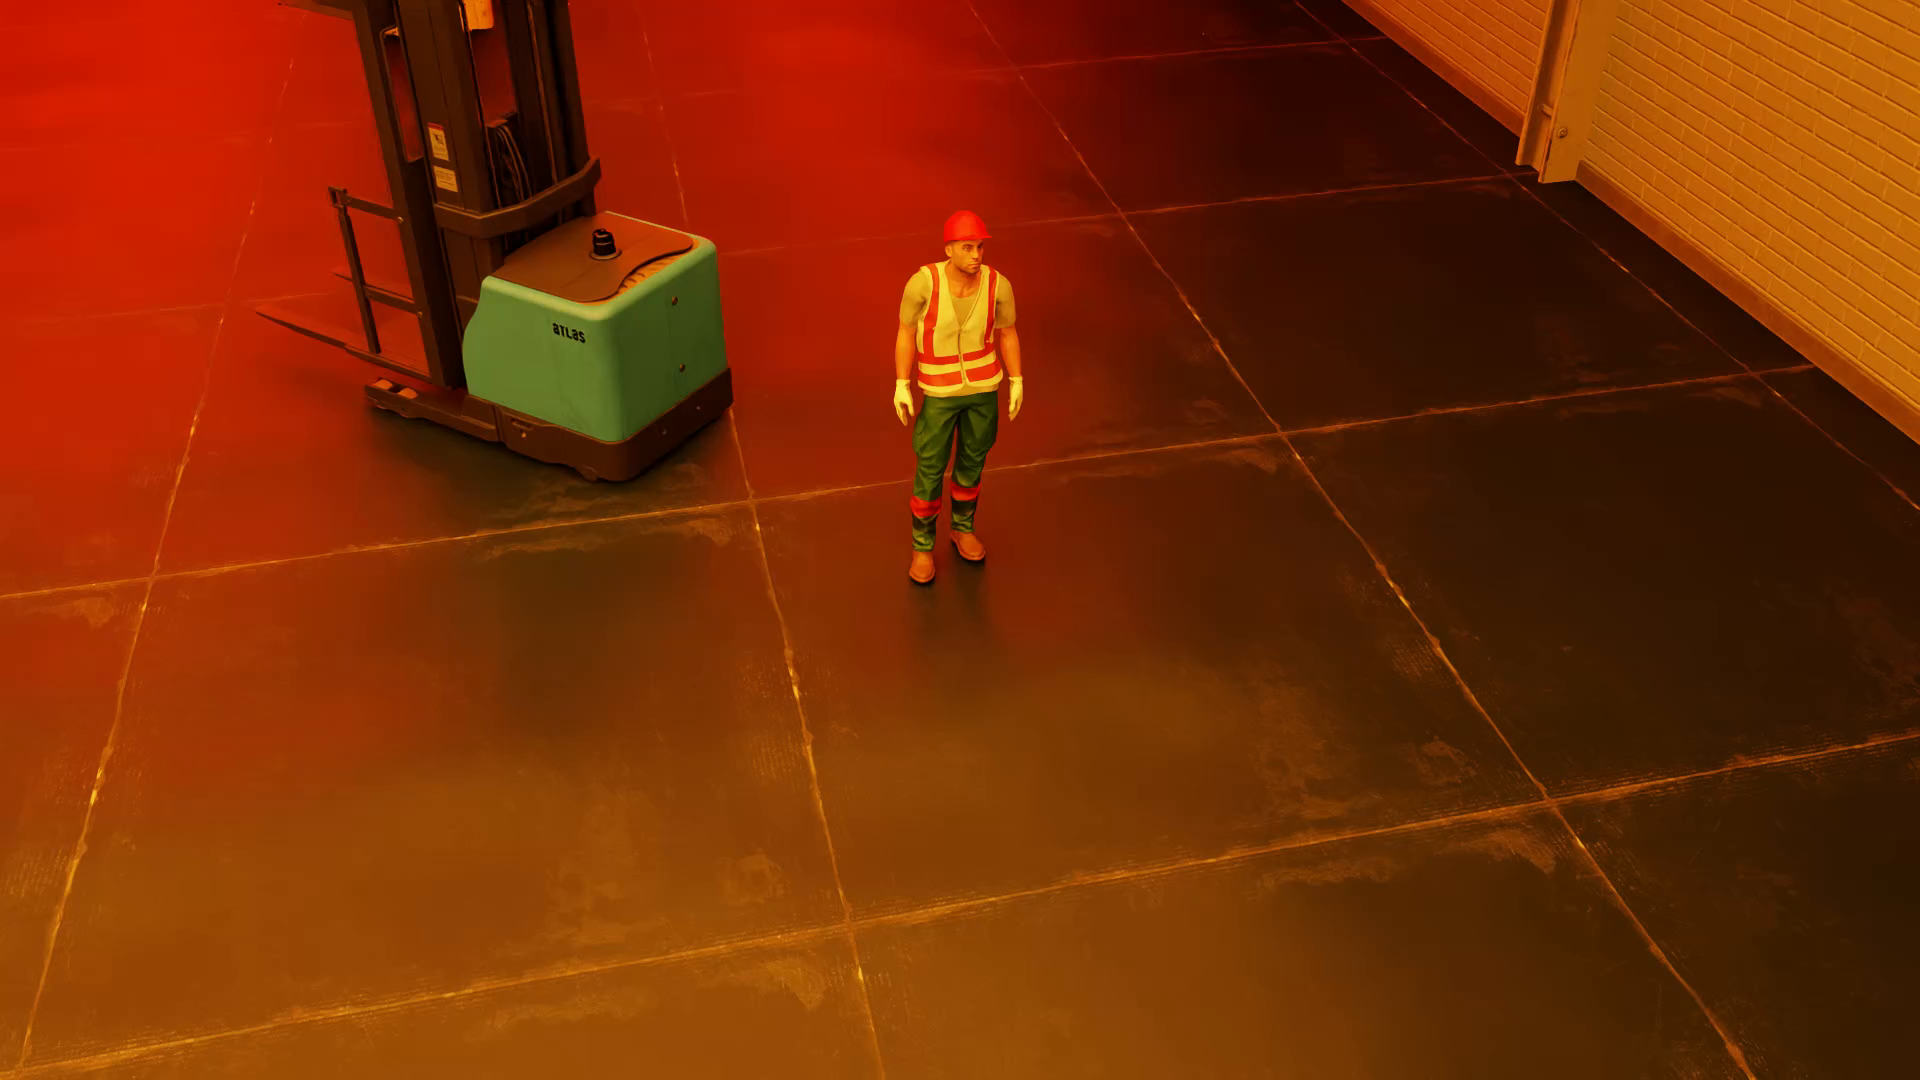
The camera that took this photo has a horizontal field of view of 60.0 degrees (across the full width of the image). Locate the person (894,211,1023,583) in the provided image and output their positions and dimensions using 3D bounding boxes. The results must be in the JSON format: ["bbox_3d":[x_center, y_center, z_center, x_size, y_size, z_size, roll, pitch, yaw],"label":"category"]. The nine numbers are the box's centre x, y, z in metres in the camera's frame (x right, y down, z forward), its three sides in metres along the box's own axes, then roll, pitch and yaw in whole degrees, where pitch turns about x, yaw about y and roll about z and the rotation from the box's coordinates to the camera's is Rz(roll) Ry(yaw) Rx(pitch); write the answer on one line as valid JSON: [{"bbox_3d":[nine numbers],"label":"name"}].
[{"bbox_3d":[0.006,-0.685,7.967,0.637,1.787,0.564,-8,36,-11],"label":"person"}]

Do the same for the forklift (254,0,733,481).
[{"bbox_3d":[-2.832,-2.133,9.014,3.031,2.935,1.130,19,40,24],"label":"forklift"}]
